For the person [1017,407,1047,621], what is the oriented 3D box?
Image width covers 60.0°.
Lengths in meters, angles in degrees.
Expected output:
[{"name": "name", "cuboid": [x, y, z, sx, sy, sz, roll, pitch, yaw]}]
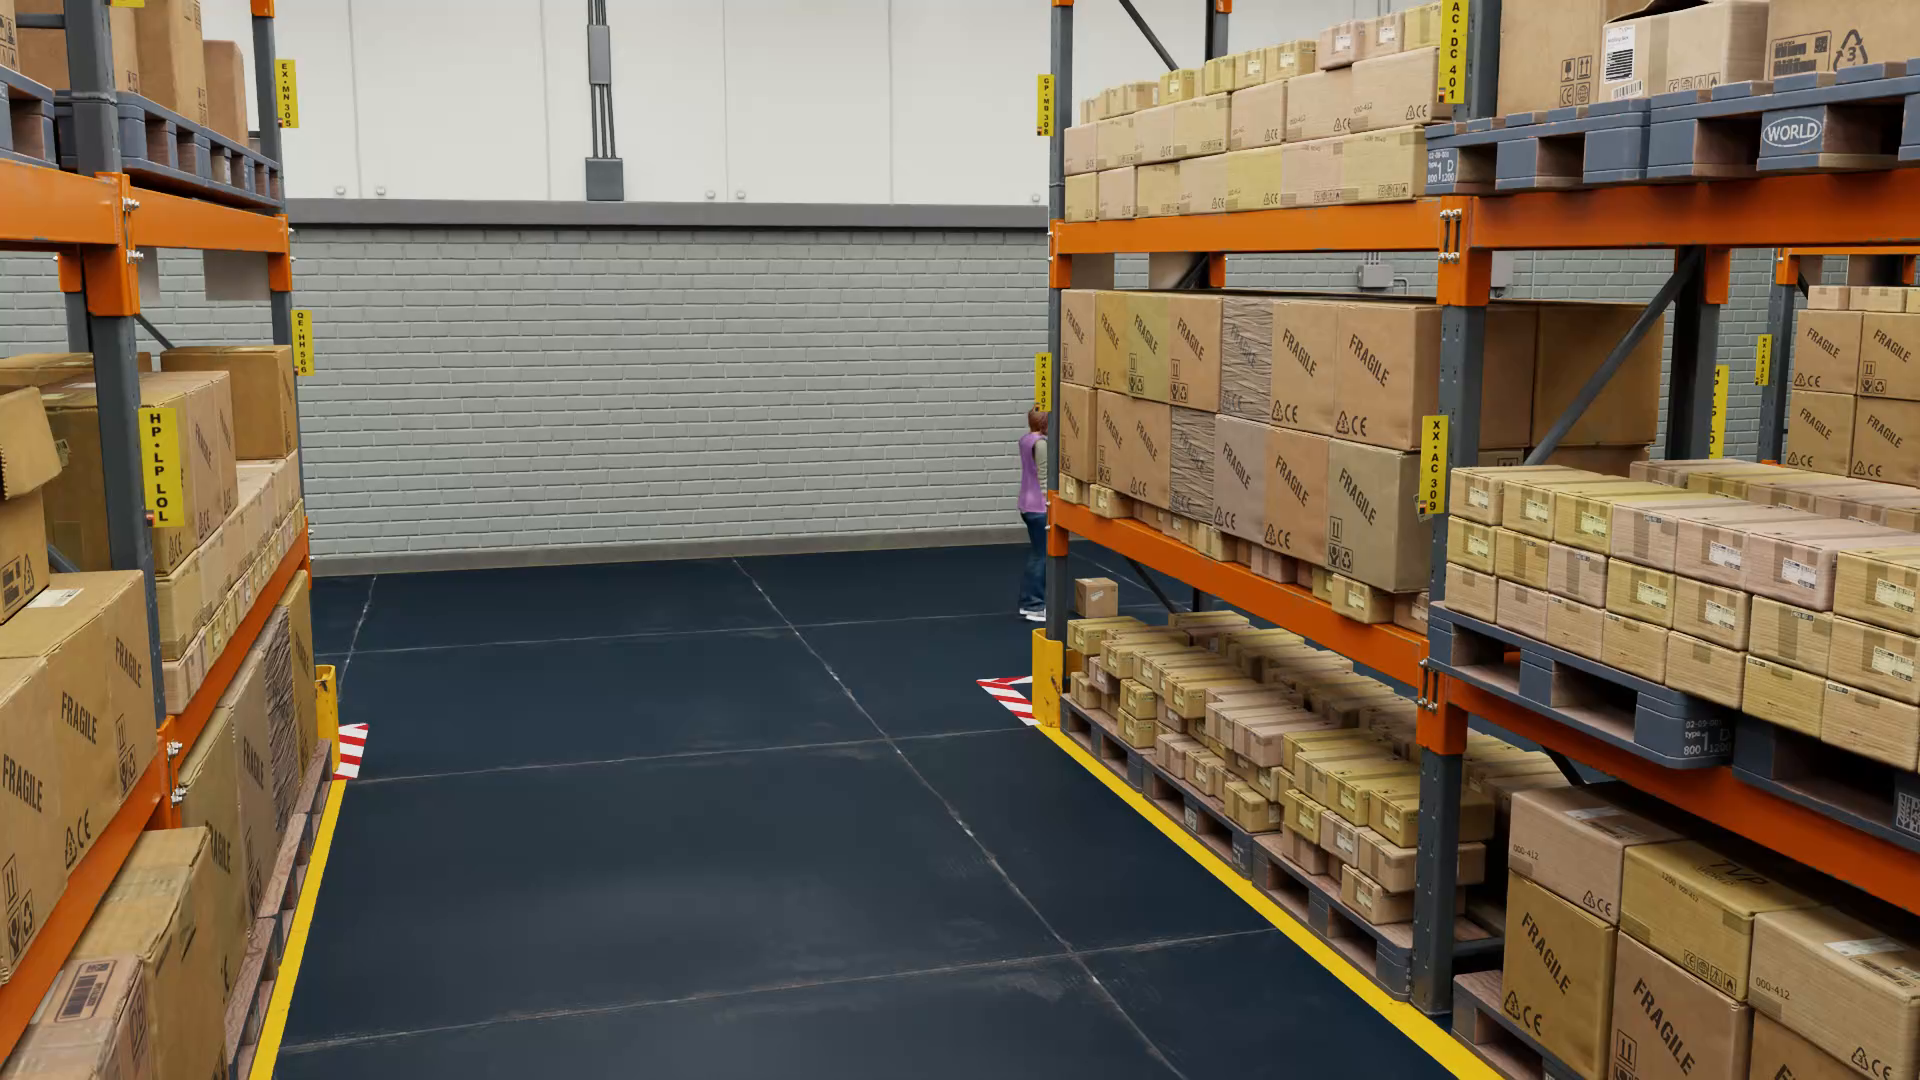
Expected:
[{"name": "person", "cuboid": [0.574, -0.210, 12.210, 0.307, 1.592, 0.409, -3, 10, -15]}]
